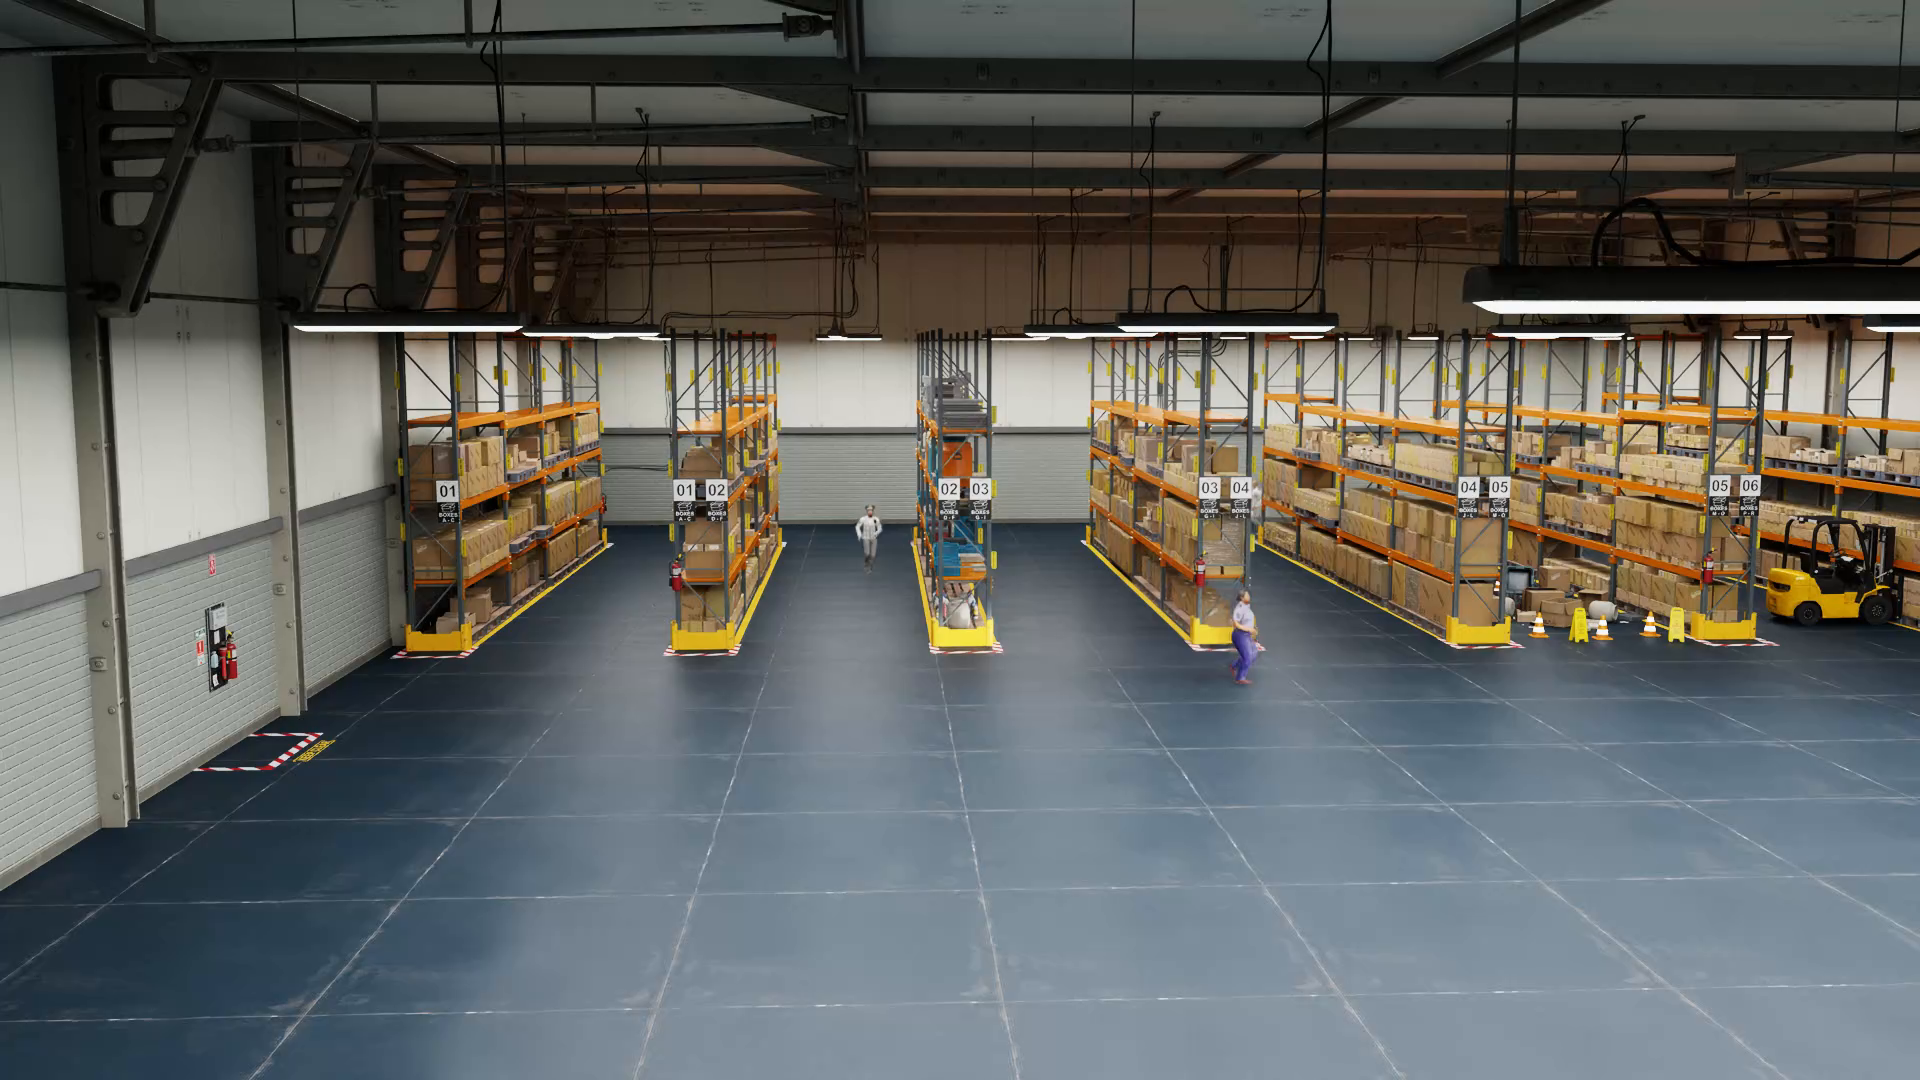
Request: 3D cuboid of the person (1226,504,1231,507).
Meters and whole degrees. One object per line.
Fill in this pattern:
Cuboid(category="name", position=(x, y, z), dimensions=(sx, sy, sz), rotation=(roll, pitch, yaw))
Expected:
Cuboid(category="person", position=(7.438, -0.631, 46.816), dimensions=(0.737, 1.693, 0.566), rotation=(1, 7, 5))

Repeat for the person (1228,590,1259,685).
Cuboid(category="person", position=(4.780, 1.632, 28.039), dimensions=(0.551, 1.602, 0.627), rotation=(3, 7, 23))

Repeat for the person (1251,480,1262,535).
Cuboid(category="person", position=(8.624, -0.931, 49.107), dimensions=(0.952, 1.708, 0.851), rotation=(0, 7, -3))

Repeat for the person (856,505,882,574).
Cuboid(category="person", position=(-2.124, -0.006, 39.184), dimensions=(0.604, 1.663, 0.551), rotation=(-1, 7, -10))
